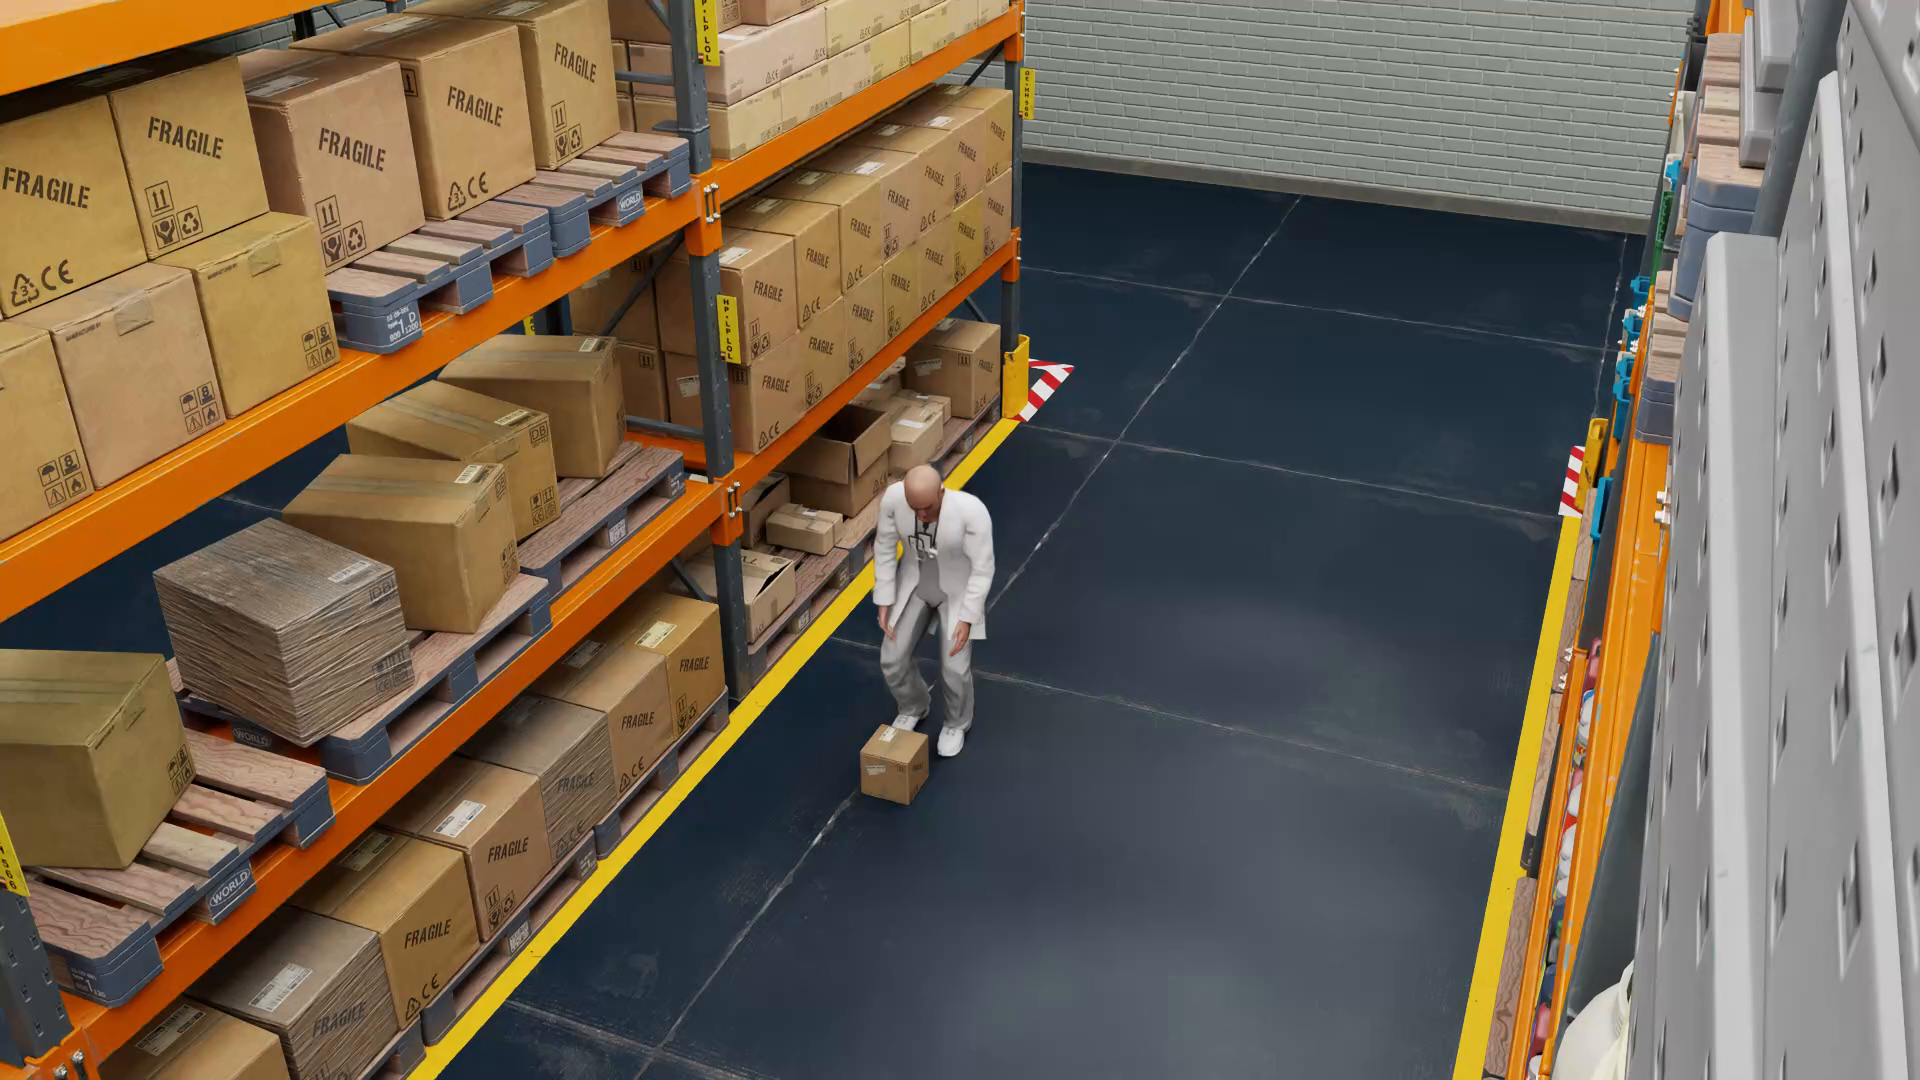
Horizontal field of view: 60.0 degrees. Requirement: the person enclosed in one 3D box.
[{"bbox_3d":[-0.111,0.293,8.086,0.618,1.601,0.564,12,31,20],"label":"person"}]
